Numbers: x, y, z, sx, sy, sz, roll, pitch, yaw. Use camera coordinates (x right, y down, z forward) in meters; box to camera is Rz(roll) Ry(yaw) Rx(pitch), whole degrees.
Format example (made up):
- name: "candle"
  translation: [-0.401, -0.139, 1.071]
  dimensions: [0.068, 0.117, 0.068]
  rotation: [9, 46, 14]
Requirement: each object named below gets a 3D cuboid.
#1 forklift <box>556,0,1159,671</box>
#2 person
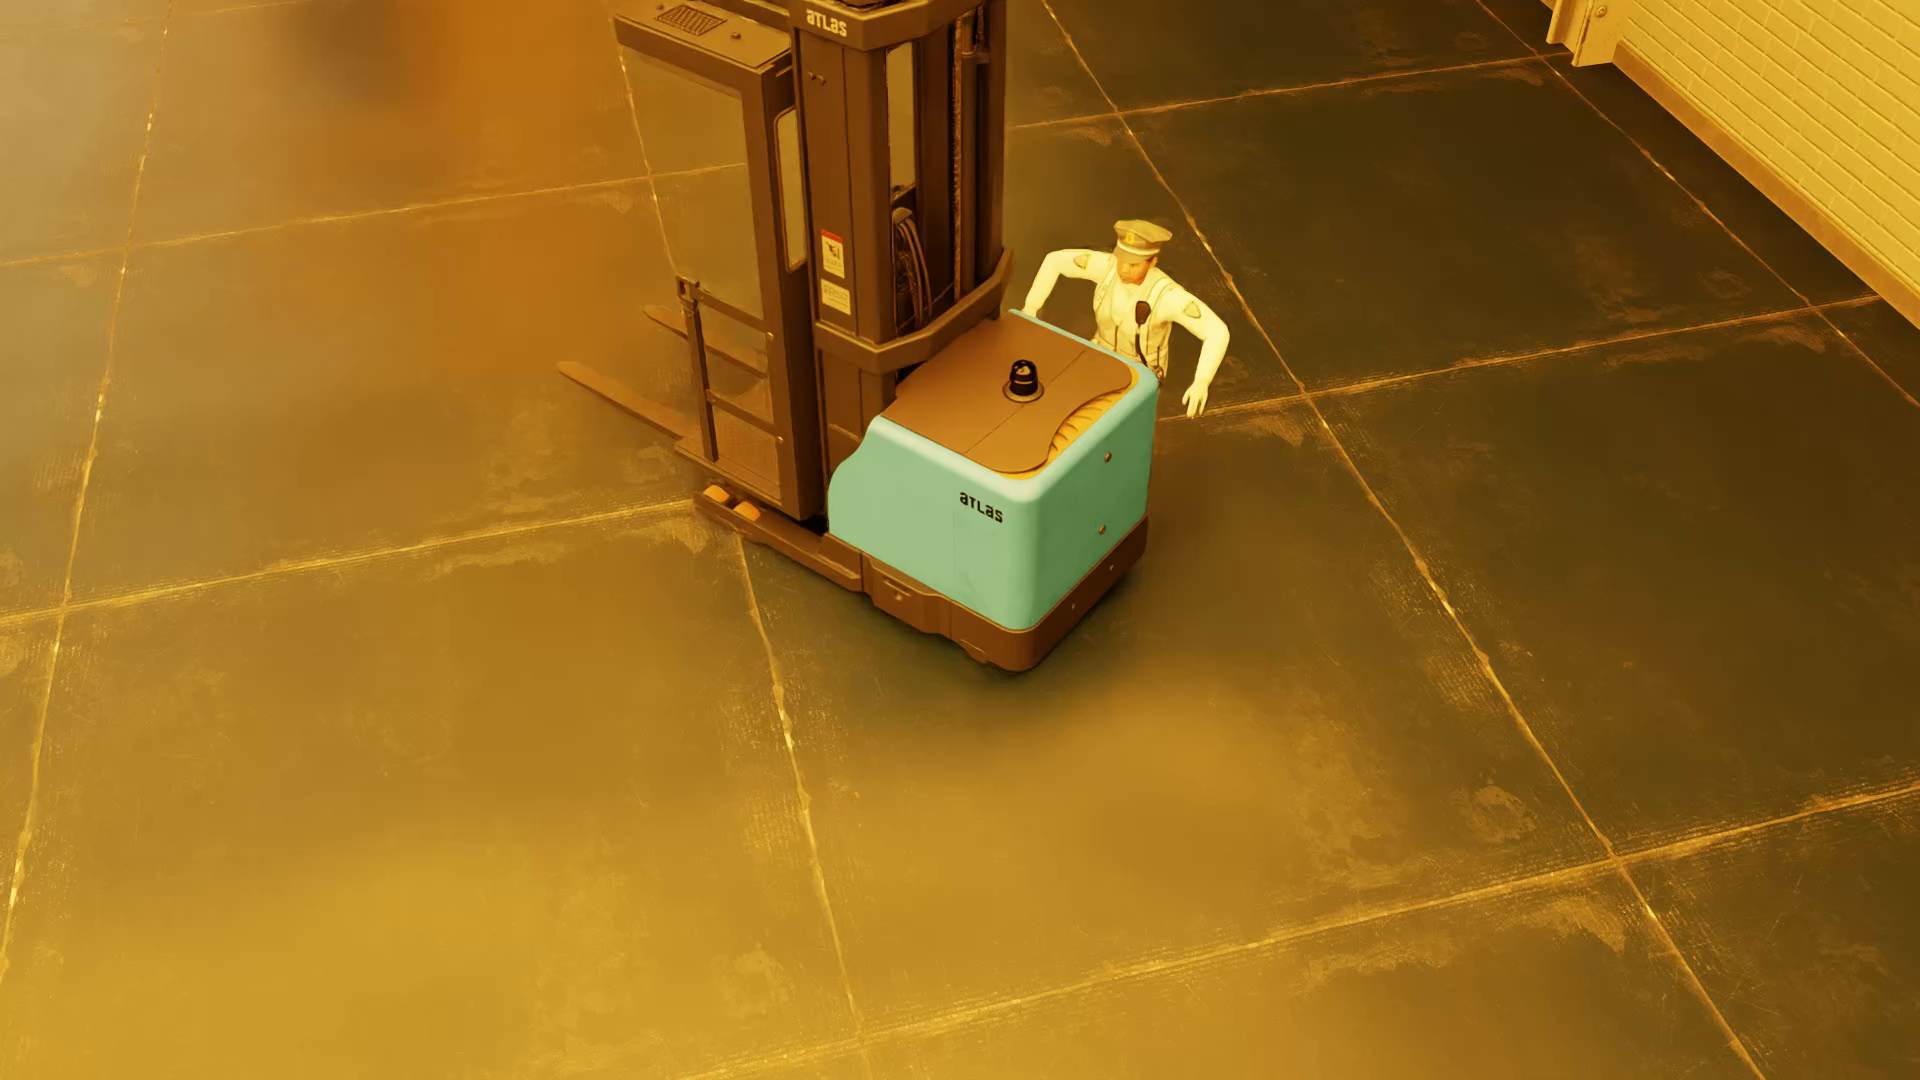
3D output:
- name: "forklift"
  translation: [-0.632, -1.338, 7.061]
  dimensions: [3.031, 2.935, 1.130]
  rotation: [27, 50, 26]
- name: "person"
  translation: [0.644, -0.662, 7.363]
  dimensions: [0.991, 1.525, 0.767]
  rotation: [30, 51, 28]
